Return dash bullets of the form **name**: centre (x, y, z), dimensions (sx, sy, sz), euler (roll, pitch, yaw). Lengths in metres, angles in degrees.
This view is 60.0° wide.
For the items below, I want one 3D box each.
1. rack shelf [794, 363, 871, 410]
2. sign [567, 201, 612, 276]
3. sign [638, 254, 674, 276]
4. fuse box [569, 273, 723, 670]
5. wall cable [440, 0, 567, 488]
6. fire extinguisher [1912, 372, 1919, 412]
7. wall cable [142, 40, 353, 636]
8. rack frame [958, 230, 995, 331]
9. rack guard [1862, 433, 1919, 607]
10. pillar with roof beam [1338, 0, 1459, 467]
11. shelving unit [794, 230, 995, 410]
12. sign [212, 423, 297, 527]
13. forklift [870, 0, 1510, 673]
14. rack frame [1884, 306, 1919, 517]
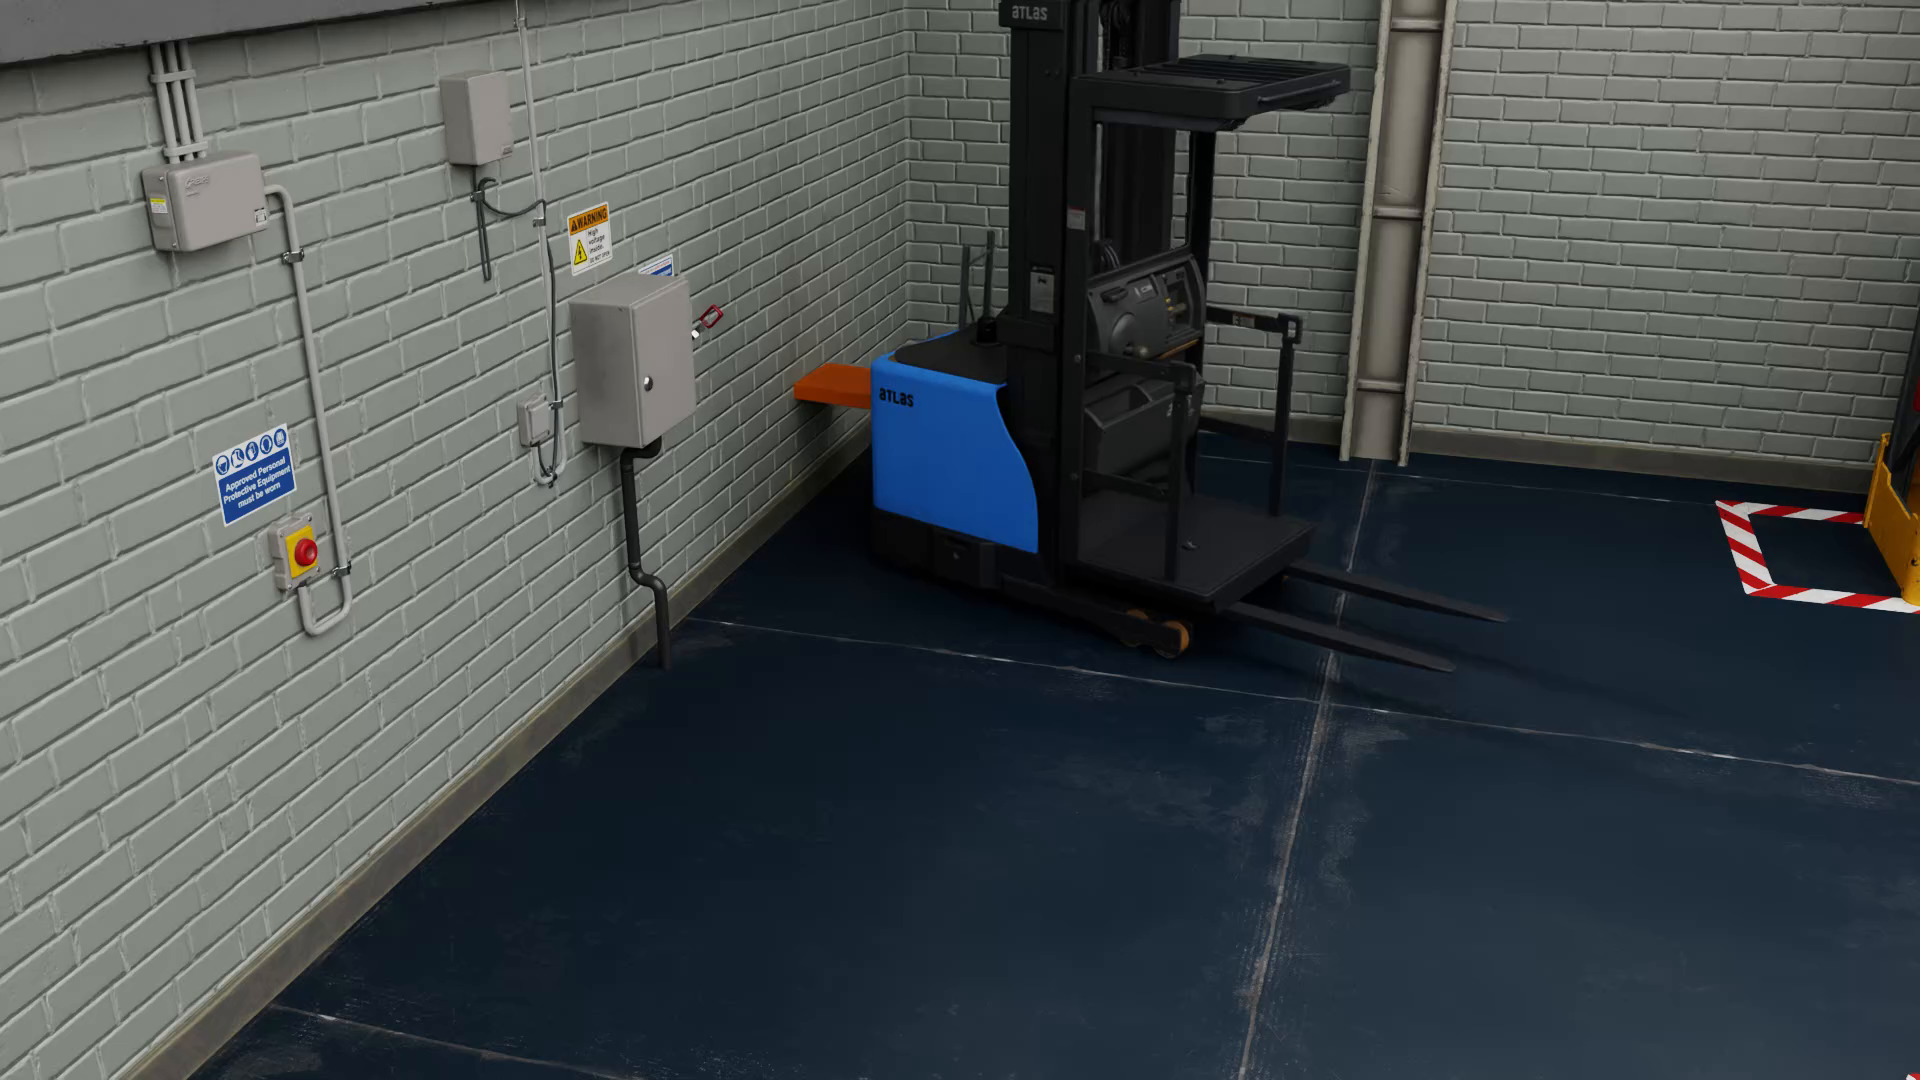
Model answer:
- **rack shelf**: centre (-0.436, -0.783, 9.112), dimensions (1.000, 0.185, 0.538), euler (9, 22, 15)
- **sign**: centre (-1.487, -1.214, 6.688), dimensions (0.001, 0.242, 0.339), euler (7, 23, 16)
- **sign**: centre (-1.328, -0.987, 7.350), dimensions (0.001, 0.494, 0.329), euler (7, 23, 16)
- **fuse box**: centre (-1.272, -0.233, 7.083), dimensions (0.414, 1.711, 0.539), euler (7, 23, 16)
- **wall cable**: centre (-1.620, -1.068, 6.084), dimensions (0.122, 1.984, 0.588), euler (7, 23, 16)
- **fire extinguisher**: centre (4.542, -0.916, 7.644), dimensions (0.183, 0.674, 0.296), euler (7, 23, 16)
- **wall cable**: centre (-2.019, -0.566, 4.818), dimensions (0.123, 1.953, 0.585), euler (7, 23, 16)
- **rack frame**: centre (0.059, -0.871, 8.918), dimensions (0.032, 1.500, 0.500), euler (9, 22, 15)
- **rack guard**: centre (4.889, -0.111, 8.382), dimensions (0.348, 0.500, 1.175), euler (7, 23, 16)
- **pillar with roof beam**: centre (1.252, -3.111, 4.496), dimensions (0.400, 9.000, 9.100), euler (7, 23, 16)
- **shelving unit**: centre (-0.435, -0.952, 9.050), dimensions (1.083, 1.500, 0.587), euler (9, 22, 15)
- **sign**: centre (-2.091, -0.196, 4.939), dimensions (0.001, 0.218, 0.327), euler (7, 23, 16)
- **forklift**: centre (1.025, -1.054, 7.477), dimensions (3.031, 2.935, 1.130), euler (16, 27, 34)
- **rack frame**: centre (4.817, -1.276, 7.928), dimensions (0.127, 3.000, 1.000), euler (7, 23, 16)
